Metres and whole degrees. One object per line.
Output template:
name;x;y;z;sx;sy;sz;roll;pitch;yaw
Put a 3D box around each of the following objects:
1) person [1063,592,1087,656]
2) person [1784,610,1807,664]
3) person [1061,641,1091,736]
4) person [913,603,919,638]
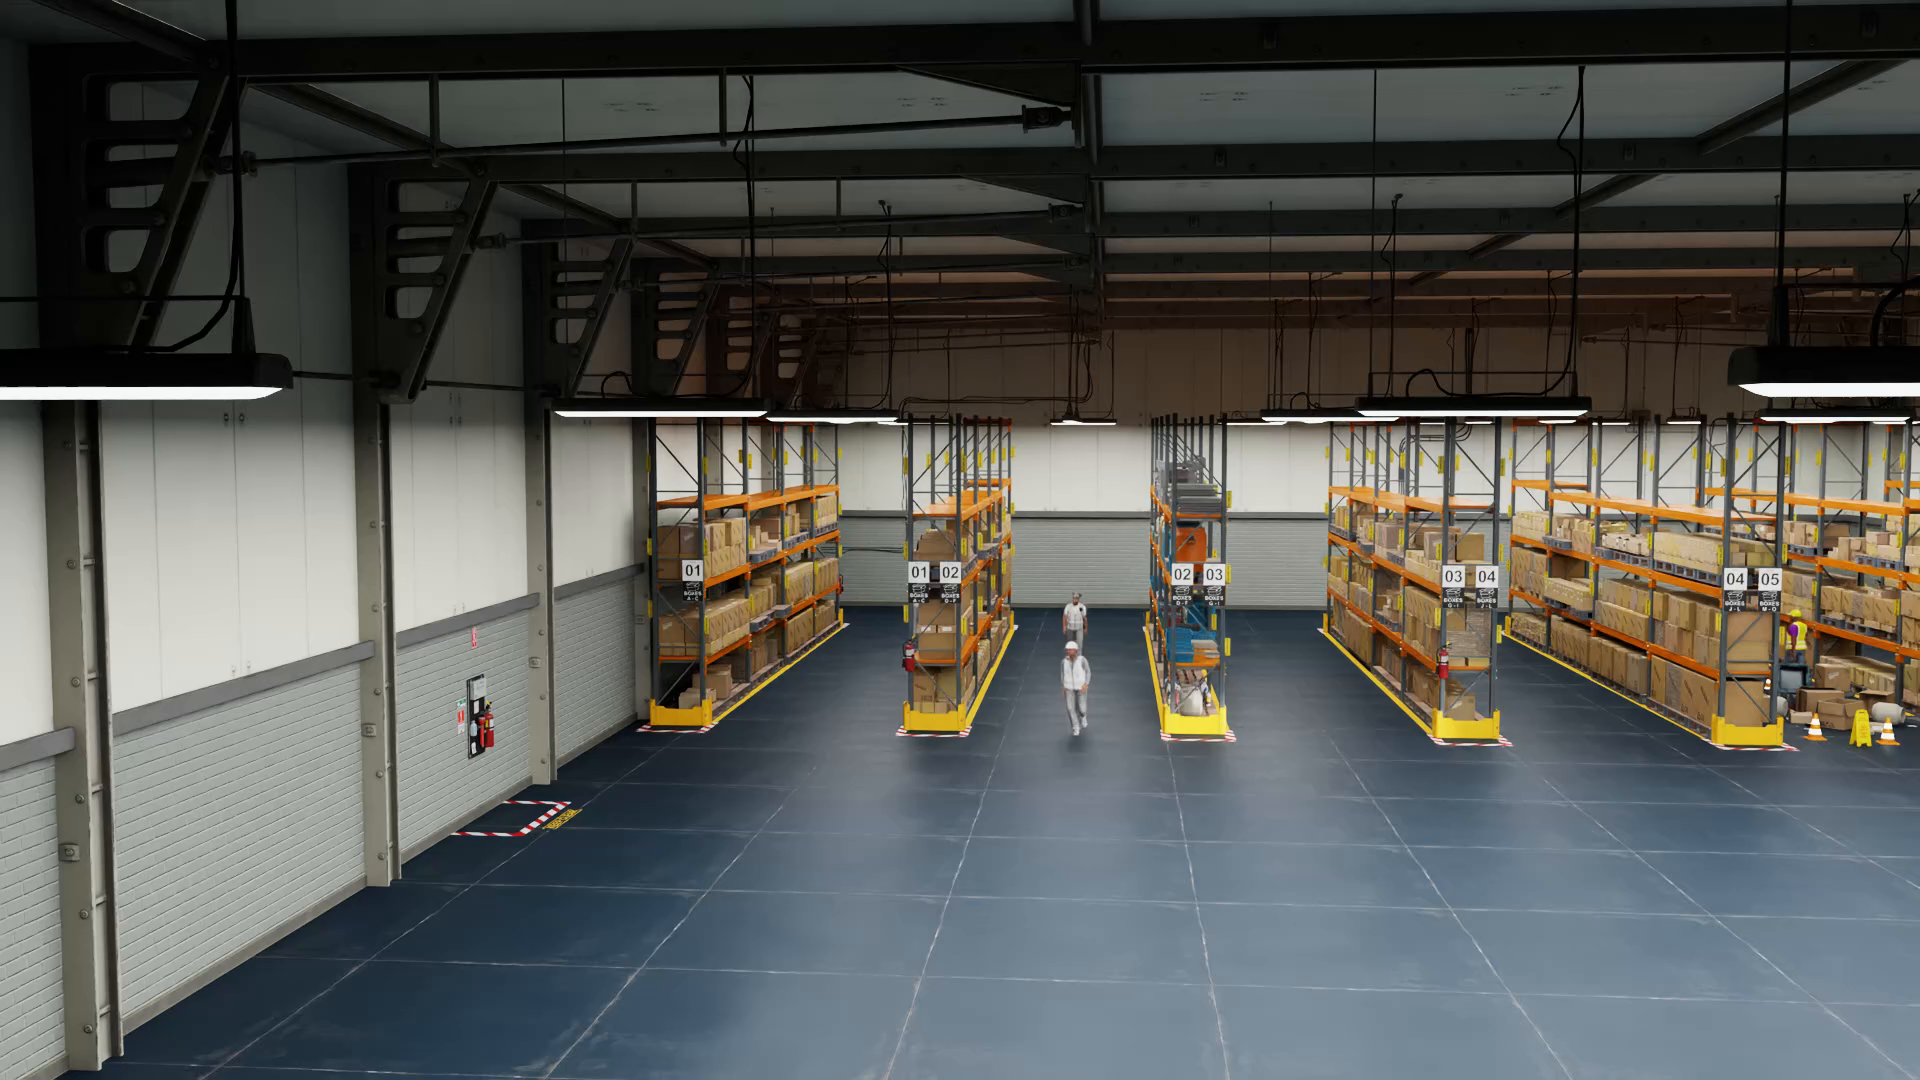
person;2.807;2.119;40.539;0.610;1.703;1.099;0;4;2
person;18.250;2.431;36.210;0.533;1.808;0.602;0;4;-7
person;2.168;2.760;31.167;0.596;1.750;0.622;1;4;14
person;-1.123;1.823;45.434;0.470;1.627;1.018;0;4;7
